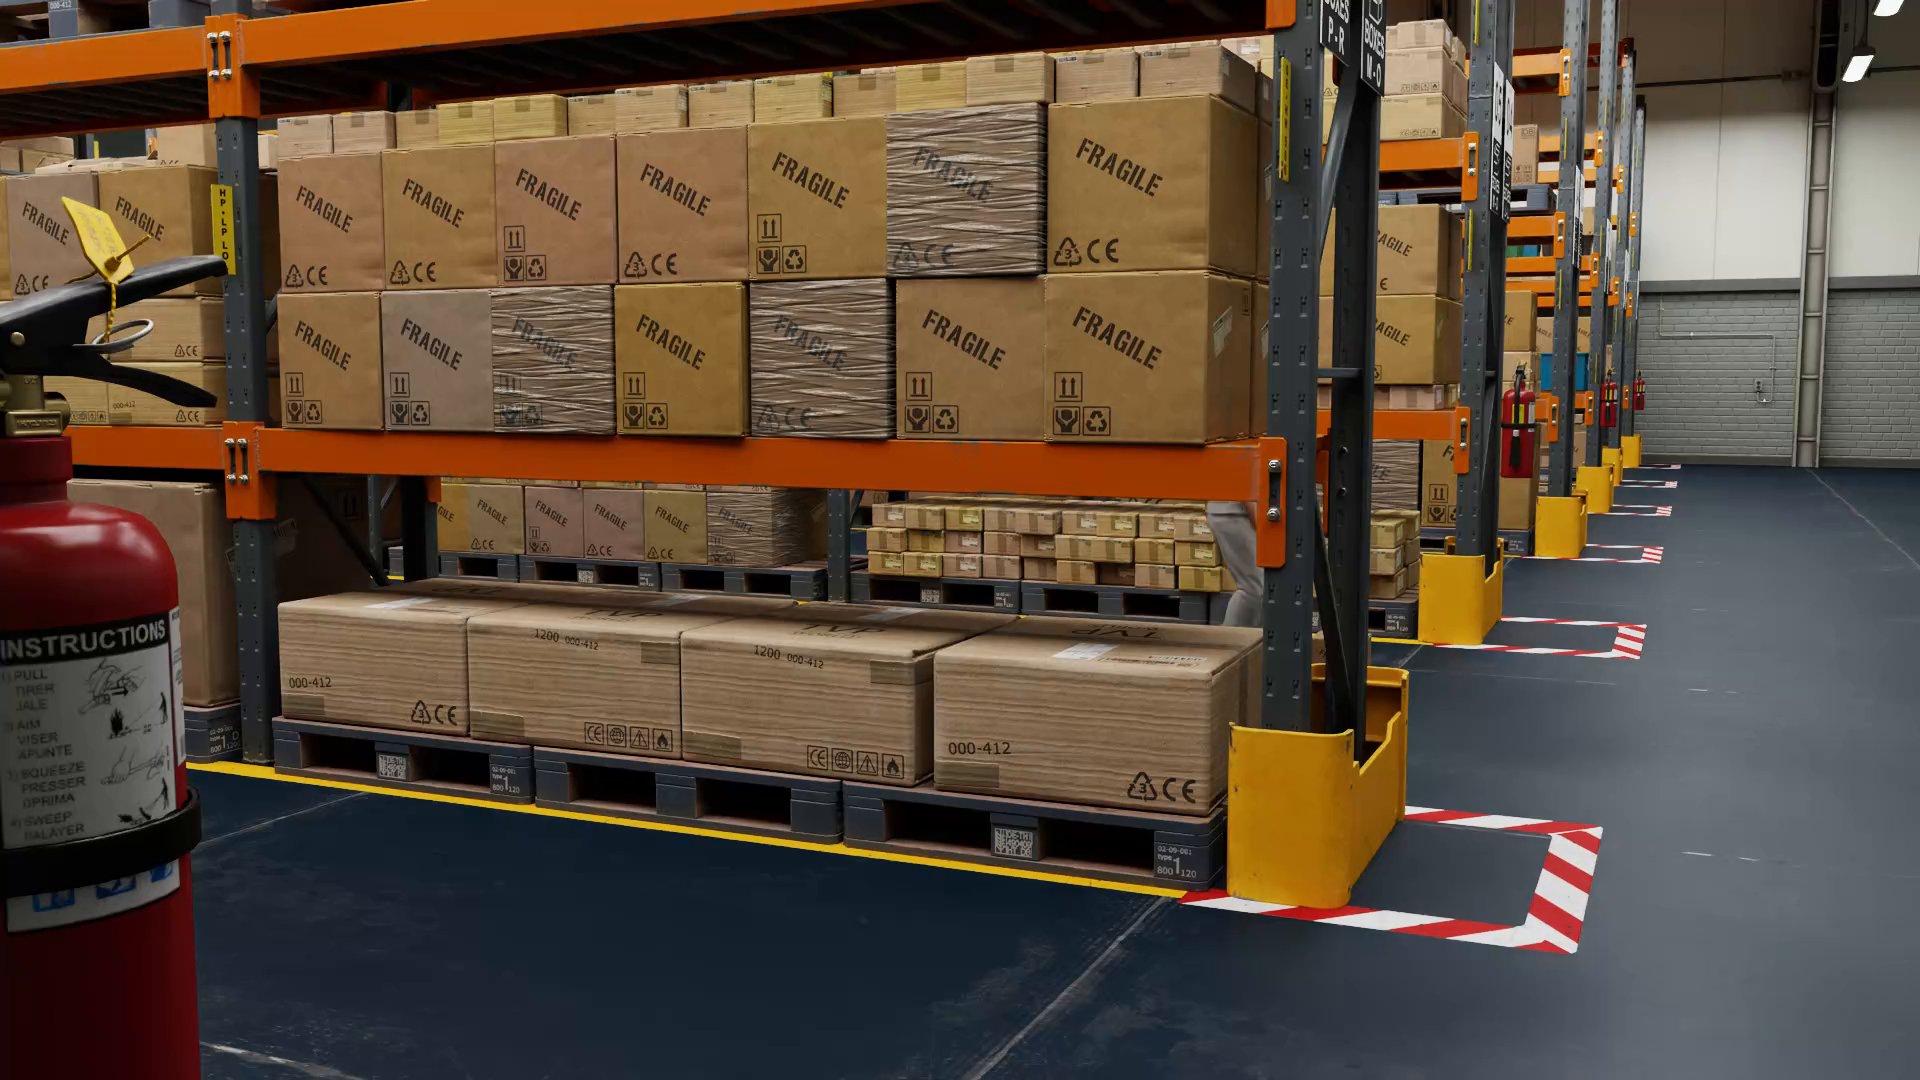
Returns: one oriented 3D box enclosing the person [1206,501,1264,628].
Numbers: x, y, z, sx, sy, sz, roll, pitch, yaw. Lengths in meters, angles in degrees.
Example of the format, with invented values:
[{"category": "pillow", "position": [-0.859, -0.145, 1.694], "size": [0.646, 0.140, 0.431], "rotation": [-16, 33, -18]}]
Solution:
[{"category": "person", "position": [1.427, -0.114, 8.190], "size": [0.388, 1.627, 0.461], "rotation": [3, 6, 25]}]
